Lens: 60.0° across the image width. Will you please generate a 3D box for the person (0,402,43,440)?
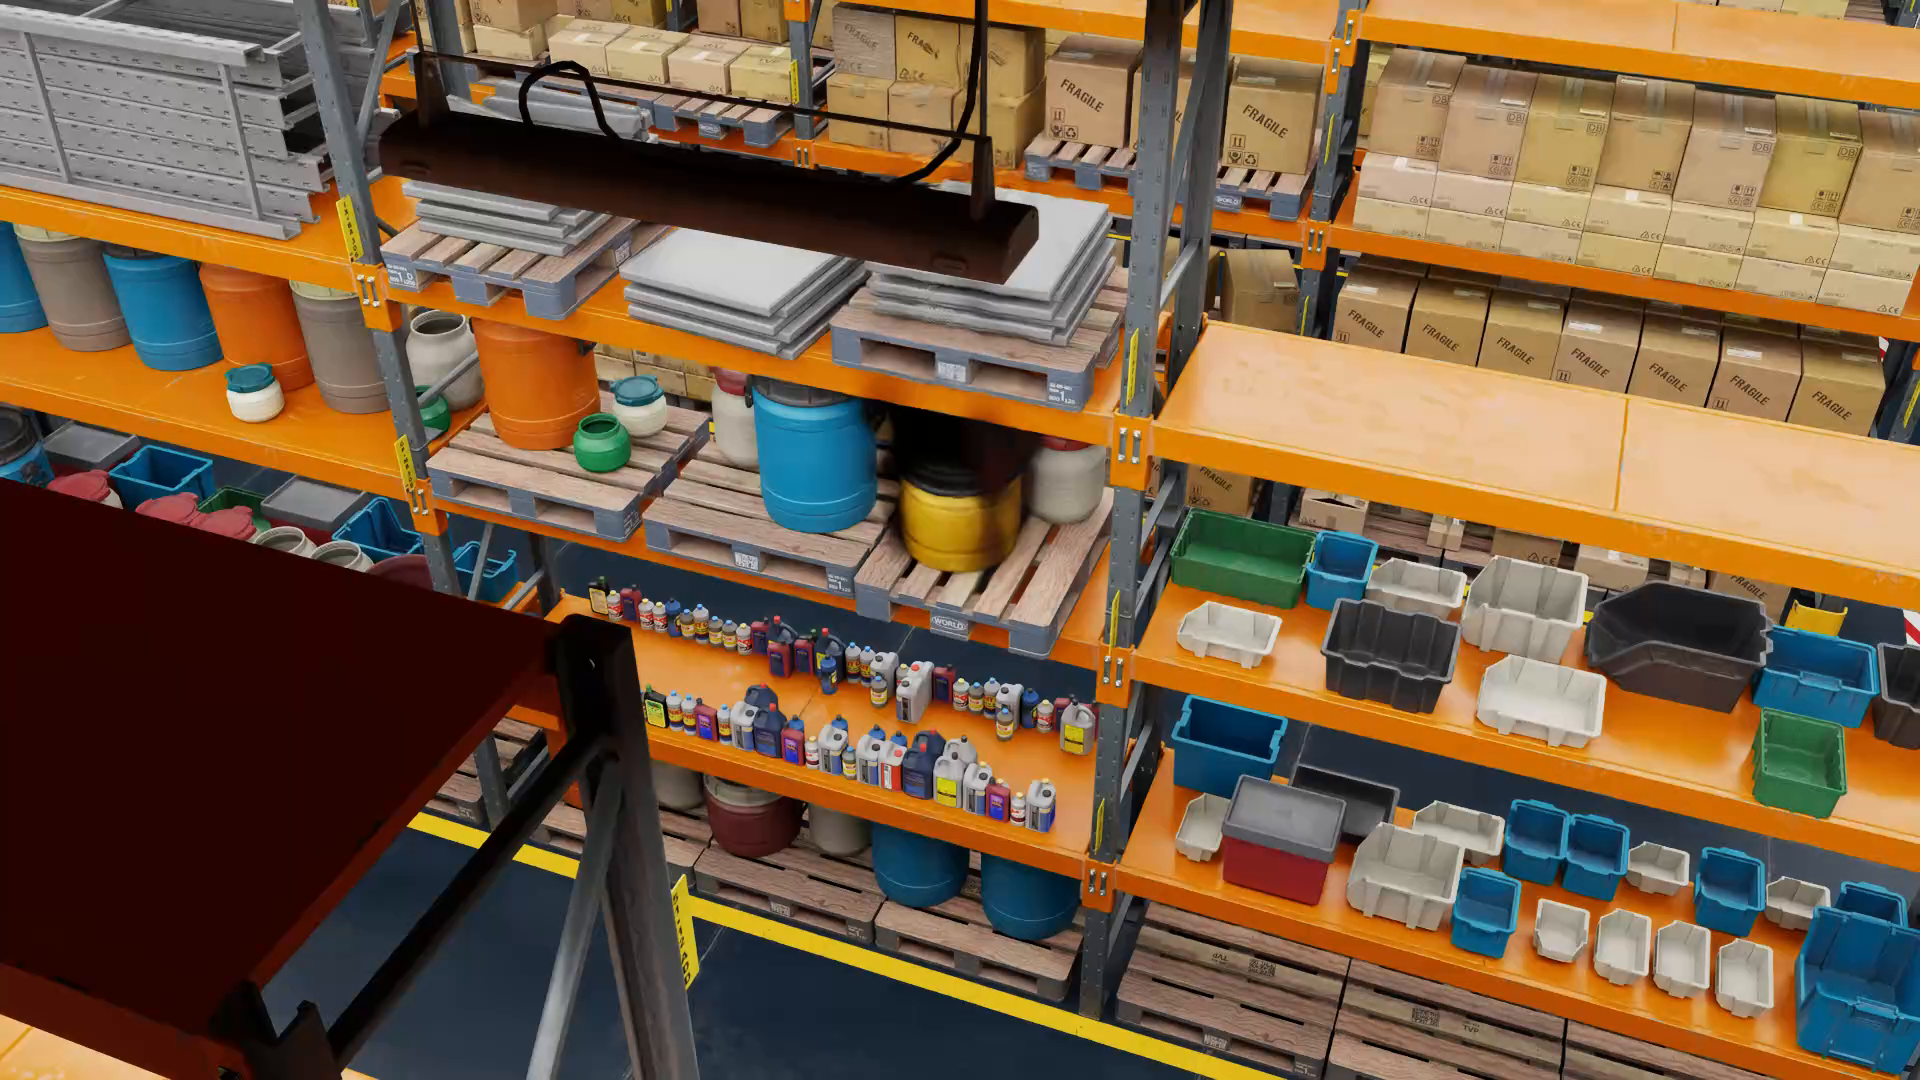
[{"bbox_3d":[-7.824,-1.139,13.588,0.586,1.608,0.558,6,37,8],"label":"person"}]
